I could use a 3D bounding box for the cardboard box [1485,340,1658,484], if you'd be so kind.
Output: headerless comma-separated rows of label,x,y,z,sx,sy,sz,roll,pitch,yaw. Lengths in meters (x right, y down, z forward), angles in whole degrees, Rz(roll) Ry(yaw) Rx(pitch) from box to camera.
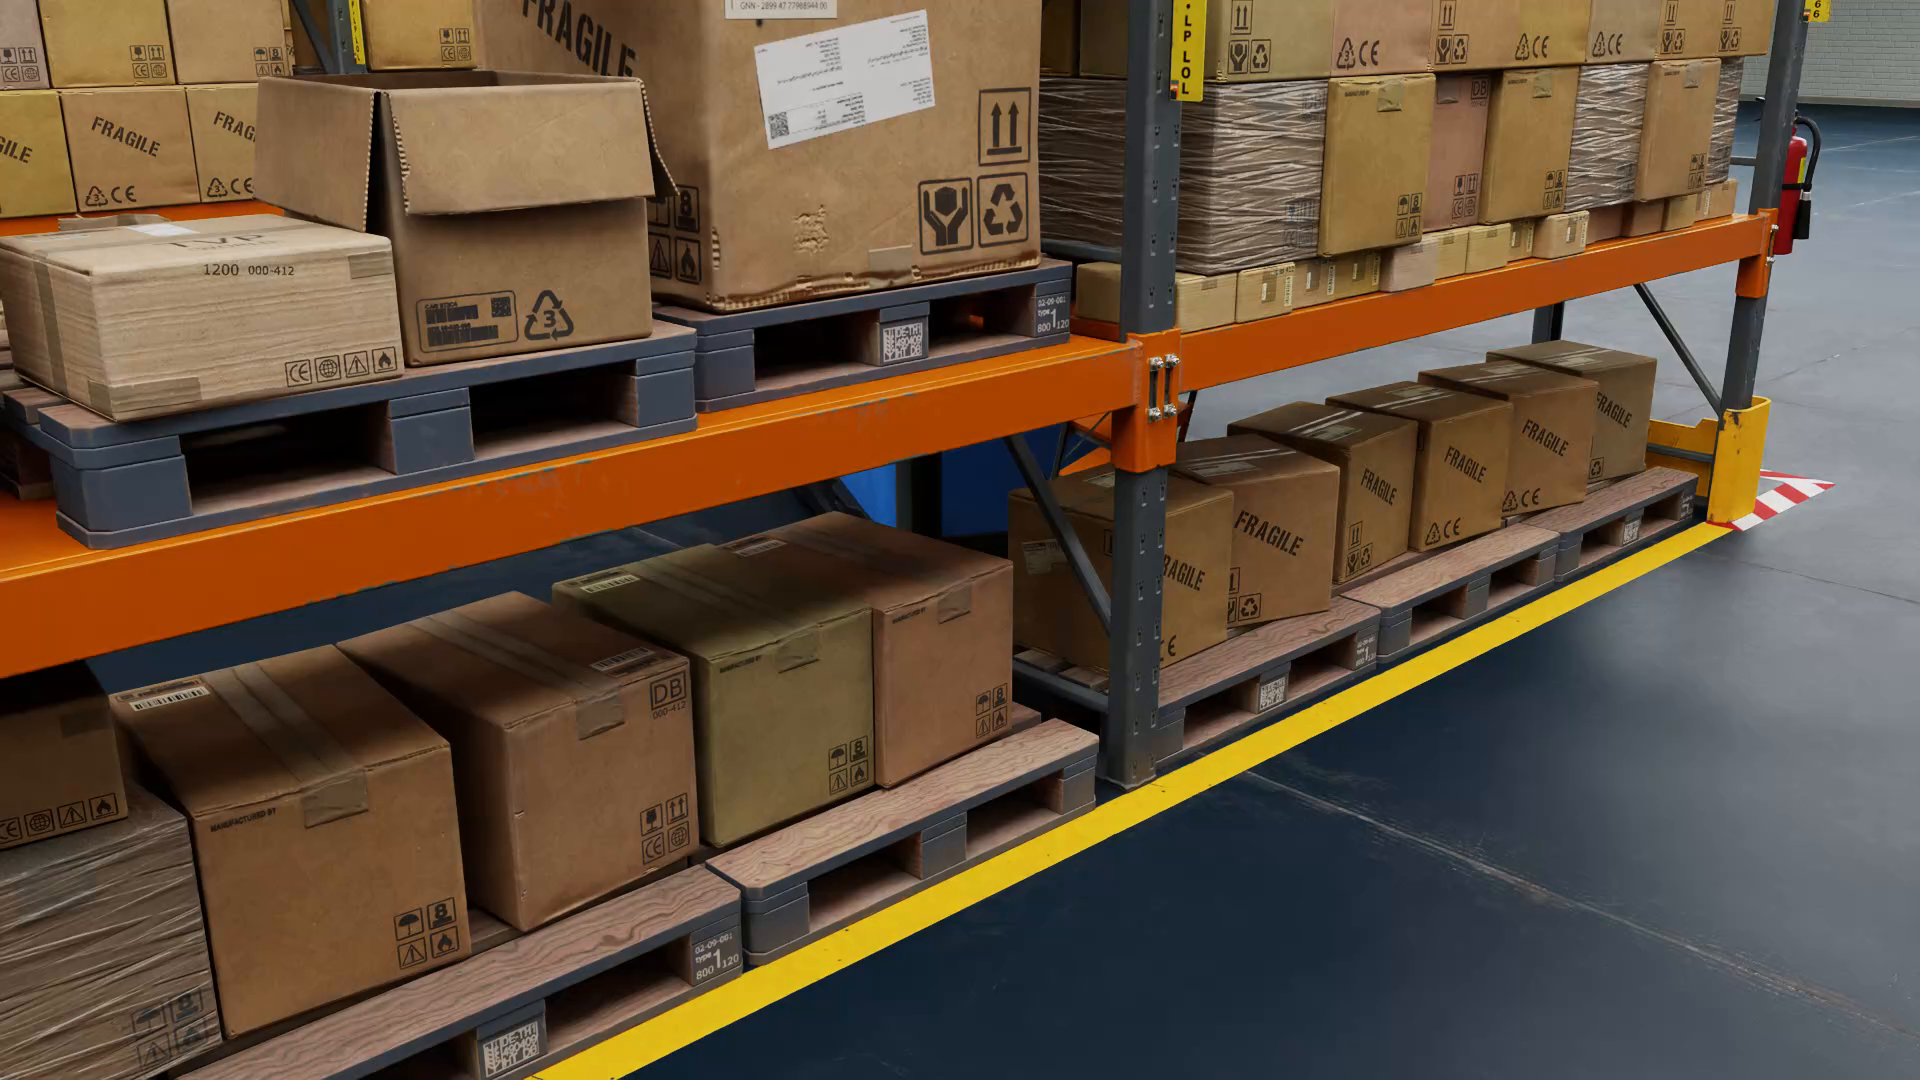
cardboard box,2.623,-0.557,7.212,0.500,0.500,0.500,-11,21,-31

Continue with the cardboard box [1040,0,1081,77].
cardboard box,0.320,-1.649,4.943,0.500,0.500,0.500,-16,24,-41

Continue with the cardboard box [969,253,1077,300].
cardboard box,0.136,-0.820,5.056,0.250,0.149,0.380,-16,24,-41

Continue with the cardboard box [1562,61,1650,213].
cardboard box,1.996,-1.525,6.180,0.500,0.500,0.875,-16,24,-41

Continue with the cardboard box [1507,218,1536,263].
cardboard box,1.776,-1.070,5.829,0.250,0.149,0.380,-16,24,-41

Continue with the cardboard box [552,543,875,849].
cardboard box,-0.639,0.374,4.306,0.500,0.500,0.700,-16,24,-41

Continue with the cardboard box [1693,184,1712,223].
cardboard box,2.841,-1.396,6.835,0.250,0.149,0.380,-16,24,-41

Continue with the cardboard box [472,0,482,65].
cardboard box,-2.541,-2.759,8.636,0.550,0.550,0.875,-16,24,-41

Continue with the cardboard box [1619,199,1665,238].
cardboard box,2.502,-1.282,6.483,0.250,0.149,0.380,-16,24,-41

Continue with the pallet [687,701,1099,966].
pallet,-0.383,0.664,4.594,1.213,0.211,1.003,-16,24,-41

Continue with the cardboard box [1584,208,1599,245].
cardboard box,2.126,-1.180,6.169,0.250,0.149,0.380,-16,24,-41

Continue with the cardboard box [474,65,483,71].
cardboard box,-2.508,-2.234,8.769,0.550,0.550,0.875,-16,24,-41

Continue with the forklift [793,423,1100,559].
forklift,-0.170,-1.580,7.107,1.130,2.935,3.031,-5,19,-15

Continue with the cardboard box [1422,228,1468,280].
cardboard box,1.436,-0.957,5.479,0.250,0.149,0.380,-16,24,-41

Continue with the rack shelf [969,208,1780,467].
rack shelf,1.635,-0.909,6.092,4.000,0.370,1.077,-16,24,-41

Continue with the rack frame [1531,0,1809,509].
rack frame,3.088,-1.675,7.288,0.127,3.000,1.000,-16,24,-41

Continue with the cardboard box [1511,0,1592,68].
cardboard box,1.765,-1.851,5.565,0.500,0.500,0.500,-16,24,-41

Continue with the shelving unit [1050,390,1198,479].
shelving unit,0.560,-0.264,5.920,0.258,1.200,0.503,28,36,26

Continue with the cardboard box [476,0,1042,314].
cardboard box,-0.492,-1.176,4.094,1.000,1.000,1.000,-16,24,-40

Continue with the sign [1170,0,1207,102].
sign,0.566,-1.255,4.114,0.005,0.325,0.100,-16,24,-41

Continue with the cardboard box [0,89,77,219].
cardboard box,-4.082,-1.623,6.966,0.500,0.500,0.500,-16,24,-40

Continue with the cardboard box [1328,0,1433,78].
cardboard box,1.046,-1.637,4.904,0.500,0.500,0.500,-16,24,-41

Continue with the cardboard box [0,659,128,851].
cardboard box,-1.880,0.380,3.074,0.500,0.250,0.500,-13,22,-35

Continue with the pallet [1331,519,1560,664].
pallet,1.532,0.089,6.369,1.213,0.211,1.003,-16,24,-41

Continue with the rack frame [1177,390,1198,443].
rack frame,0.703,-0.350,6.098,0.240,1.200,0.015,28,36,26

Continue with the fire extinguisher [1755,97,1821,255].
fire extinguisher,3.488,-1.559,7.056,0.183,0.674,0.296,-16,24,-41

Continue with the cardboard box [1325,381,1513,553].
cardboard box,1.744,-0.295,6.402,0.500,0.500,0.500,-14,22,-36

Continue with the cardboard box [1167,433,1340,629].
cardboard box,0.911,-0.037,5.608,0.500,0.500,0.500,-8,20,-24

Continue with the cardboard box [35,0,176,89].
cardboard box,-3.882,-2.268,7.332,0.500,0.500,0.700,-17,24,-42

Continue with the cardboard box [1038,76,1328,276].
cardboard box,0.551,-1.098,4.864,0.500,0.500,0.875,-16,24,-41

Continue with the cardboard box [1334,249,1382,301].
cardboard box,1.073,-0.851,5.152,0.250,0.149,0.380,-16,24,-41

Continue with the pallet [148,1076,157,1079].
pallet,-2.156,1.181,2.999,1.213,0.211,1.003,-16,24,-41

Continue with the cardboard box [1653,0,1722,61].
cardboard box,2.499,-2.061,6.211,0.500,0.500,0.500,-16,24,-41

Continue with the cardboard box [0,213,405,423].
cardboard box,-1.349,-0.412,2.954,0.500,0.250,0.500,17,25,42

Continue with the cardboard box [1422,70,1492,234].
cardboard box,1.233,-1.325,5.563,0.500,0.500,0.875,-16,24,-41

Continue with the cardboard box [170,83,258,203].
cardboard box,-3.348,-1.838,7.627,0.500,0.500,0.500,-16,24,-41

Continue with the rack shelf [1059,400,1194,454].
rack shelf,0.584,-0.395,5.838,0.258,0.148,0.480,28,36,26

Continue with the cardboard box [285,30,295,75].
cardboard box,-5.040,-3.595,12.564,0.500,0.500,0.500,-16,24,-40

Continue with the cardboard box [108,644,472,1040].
cardboard box,-1.450,0.611,3.576,0.500,0.500,0.700,-14,23,-36

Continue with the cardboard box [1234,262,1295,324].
cardboard box,0.735,-0.736,4.799,0.250,0.149,0.380,-16,24,-41

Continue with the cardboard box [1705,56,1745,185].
cardboard box,2.670,-1.754,6.886,0.500,0.500,0.875,-16,24,-41

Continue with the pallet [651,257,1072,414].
pallet,-0.473,-0.607,4.304,1.213,0.211,1.003,-16,24,-41

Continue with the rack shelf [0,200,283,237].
rack shelf,-4.606,-1.195,6.972,4.000,0.370,1.077,-16,24,-41

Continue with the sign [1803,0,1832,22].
sign,3.455,-2.248,6.664,0.005,0.325,0.100,-16,24,-41
